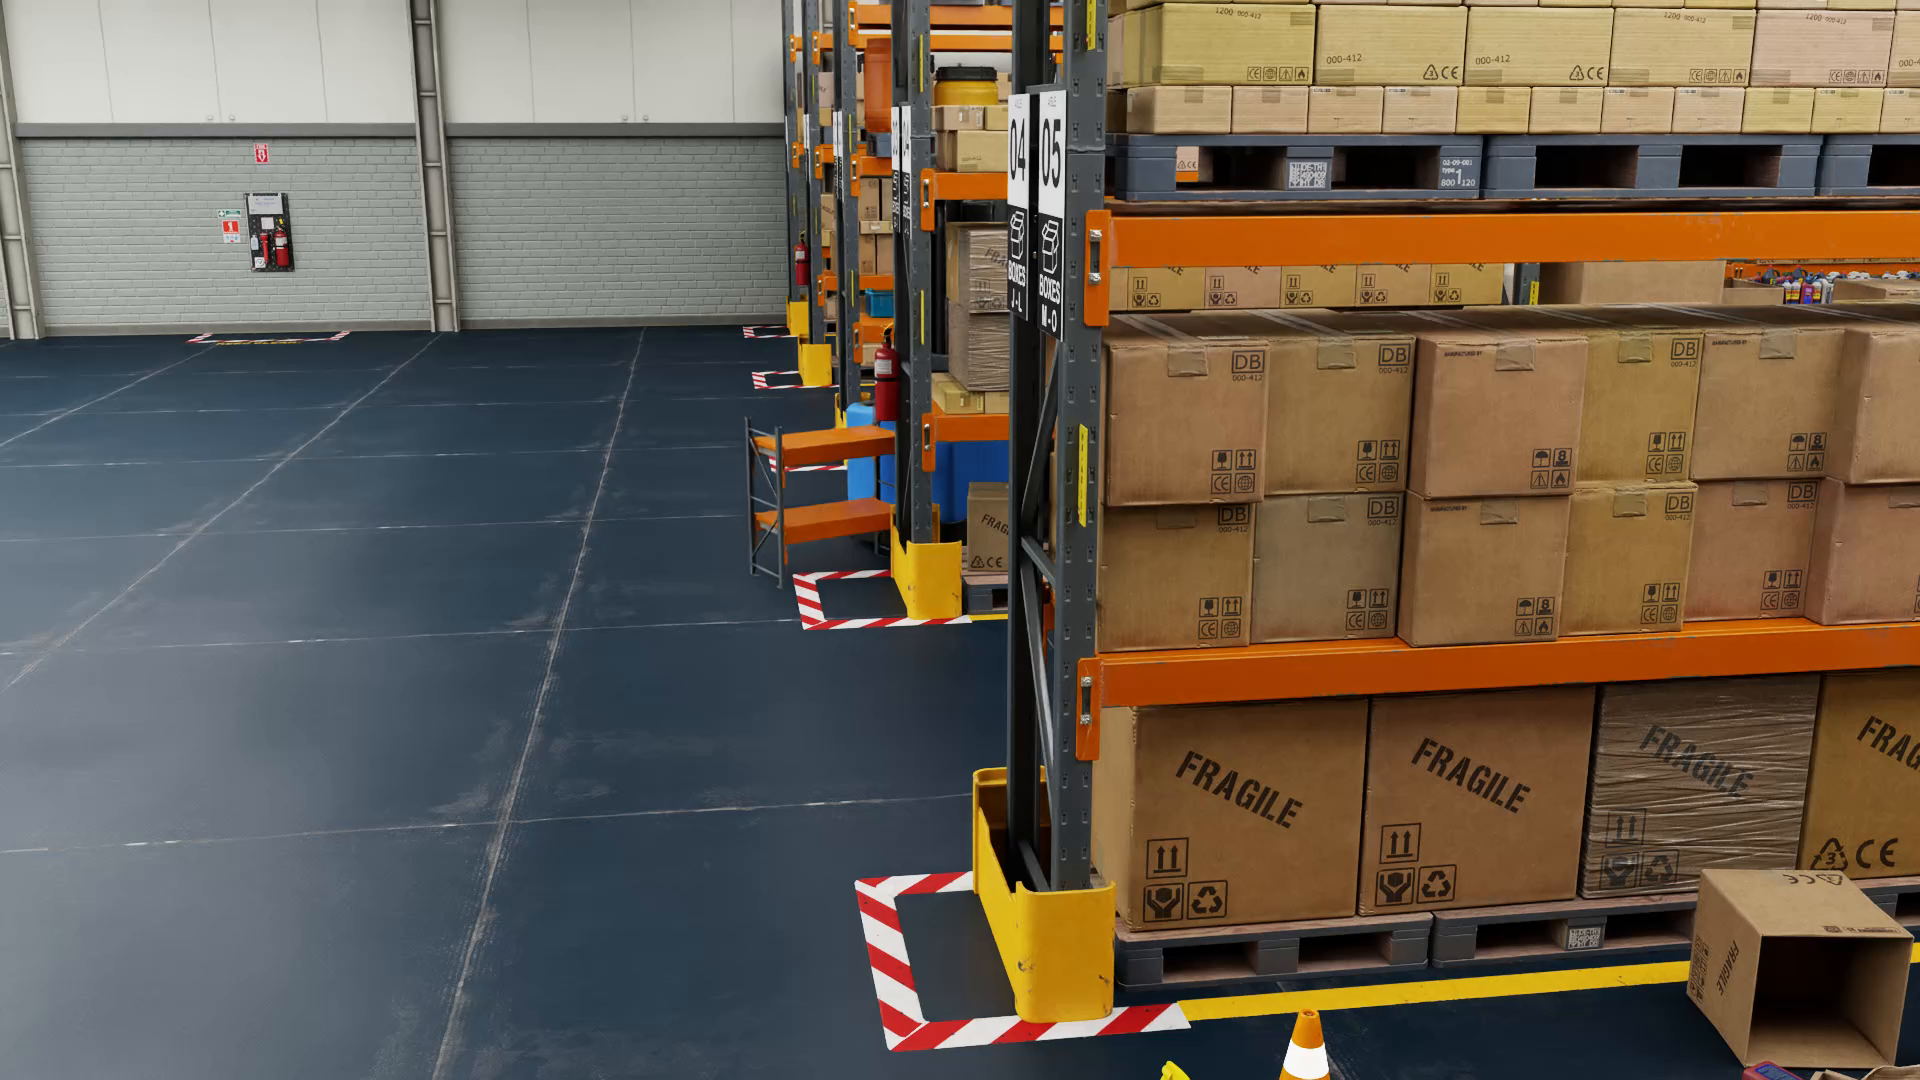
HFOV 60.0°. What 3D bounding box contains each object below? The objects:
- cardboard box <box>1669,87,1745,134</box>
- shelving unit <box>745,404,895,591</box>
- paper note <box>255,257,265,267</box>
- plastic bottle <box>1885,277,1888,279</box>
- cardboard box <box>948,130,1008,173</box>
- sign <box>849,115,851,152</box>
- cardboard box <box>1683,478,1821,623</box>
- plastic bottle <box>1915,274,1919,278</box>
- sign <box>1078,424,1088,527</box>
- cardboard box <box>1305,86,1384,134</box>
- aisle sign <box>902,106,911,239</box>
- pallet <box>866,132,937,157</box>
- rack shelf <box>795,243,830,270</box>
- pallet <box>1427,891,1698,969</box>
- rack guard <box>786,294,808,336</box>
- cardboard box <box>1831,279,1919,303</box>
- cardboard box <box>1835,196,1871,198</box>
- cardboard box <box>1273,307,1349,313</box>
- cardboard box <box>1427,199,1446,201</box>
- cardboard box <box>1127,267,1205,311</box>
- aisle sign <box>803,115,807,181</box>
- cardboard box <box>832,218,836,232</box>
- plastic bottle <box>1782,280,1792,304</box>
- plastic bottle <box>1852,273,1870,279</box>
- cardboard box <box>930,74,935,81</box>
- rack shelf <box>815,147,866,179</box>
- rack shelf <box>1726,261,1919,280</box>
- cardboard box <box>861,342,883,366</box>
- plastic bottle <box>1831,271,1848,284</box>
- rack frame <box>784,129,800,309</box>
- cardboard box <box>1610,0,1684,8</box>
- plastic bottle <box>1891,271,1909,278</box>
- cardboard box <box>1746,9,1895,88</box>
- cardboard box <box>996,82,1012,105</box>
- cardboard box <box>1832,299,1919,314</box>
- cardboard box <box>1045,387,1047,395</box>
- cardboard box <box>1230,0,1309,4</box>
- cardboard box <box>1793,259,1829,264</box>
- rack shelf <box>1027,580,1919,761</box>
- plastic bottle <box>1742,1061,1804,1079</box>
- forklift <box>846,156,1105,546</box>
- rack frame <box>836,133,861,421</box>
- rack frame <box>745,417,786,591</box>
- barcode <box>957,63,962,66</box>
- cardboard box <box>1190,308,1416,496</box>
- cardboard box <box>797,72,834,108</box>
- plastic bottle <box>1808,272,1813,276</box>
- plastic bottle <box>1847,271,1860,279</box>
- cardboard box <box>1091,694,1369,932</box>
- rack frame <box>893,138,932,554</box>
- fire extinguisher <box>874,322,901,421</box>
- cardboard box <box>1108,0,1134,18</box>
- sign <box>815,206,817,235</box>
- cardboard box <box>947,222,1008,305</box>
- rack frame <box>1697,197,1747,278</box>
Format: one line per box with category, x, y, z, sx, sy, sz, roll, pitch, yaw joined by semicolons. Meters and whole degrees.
cardboard box;2.460;-1.471;5.704;0.250;0.149;0.380;-2;14;-8
shelving unit;-0.908;-0.320;11.686;1.048;1.125;0.538;-9;17;-32
paper note;-10.531;-4.176;25.020;0.142;0.148;0.016;-2;14;-8
plastic bottle;9.443;-2.548;16.981;0.097;0.271;0.097;0;14;0
cardboard box;0.202;-2.421;10.351;0.500;0.250;0.500;-2;14;-7
sign;-0.973;-3.602;14.732;0.005;0.325;0.100;-2;14;-8
cardboard box;2.826;-0.072;6.533;0.550;0.550;0.875;-2;14;-8
plastic bottle;9.772;-2.567;16.893;0.185;0.351;0.144;-2;14;-8
sign;0.403;-0.211;5.456;0.005;0.325;0.100;-2;14;-8
cardboard box;1.212;-1.426;5.522;0.250;0.149;0.380;-2;14;-8
aisle sign;-0.330;-2.270;10.263;0.004;0.787;0.394;-2;14;-8
pallet;-0.218;-3.645;15.310;1.213;0.211;1.003;-2;14;-8
rack shelf;-0.549;-4.381;25.505;4.000;0.370;1.077;-2;14;-8
pallet;2.309;1.375;6.807;1.213;0.211;1.003;-2;14;-8
rack guard;-2.452;-3.448;25.444;0.348;0.500;1.175;-2;14;-8
cardboard box;6.532;-1.552;11.676;0.500;0.500;0.700;0;14;0
cardboard box;11.607;-4.422;21.925;0.500;0.500;0.500;-3;14;-10
cardboard box;2.209;-1.368;11.193;0.500;0.500;0.875;-2;14;-8
cardboard box;7.426;-5.162;26.279;0.500;0.500;0.500;-2;14;-7
cardboard box;1.261;-1.751;10.663;0.500;0.500;0.500;-2;14;-8
aisle sign;-1.894;-4.796;20.334;0.004;0.787;0.394;-2;14;-8
cardboard box;-1.436;-3.889;20.525;0.250;0.149;0.380;-2;14;-9
plastic bottle;8.272;-2.468;16.661;0.097;0.271;0.097;0;14;0
plastic bottle;9.408;-2.654;17.394;0.135;0.276;0.152;-2;14;-8
cardboard box;-0.612;-6.786;25.146;0.500;0.500;0.500;-2;14;-8
rack shelf;0.192;-4.645;20.390;4.000;0.370;1.077;-2;14;-8
rack shelf;12.058;-3.625;22.489;4.000;0.370;1.077;-2;14;-8
cardboard box;-1.222;-2.302;20.525;0.500;0.250;0.500;-2;14;-8
plastic bottle;8.866;-2.534;16.761;0.185;0.351;0.144;-2;14;-8
rack frame;-2.527;-4.658;25.129;0.127;3.000;1.000;-2;14;-8
cardboard box;2.213;-1.850;5.572;0.250;0.149;0.380;-2;14;-7
plastic bottle;9.939;-2.711;17.621;0.135;0.276;0.152;-2;14;-8
cardboard box;2.838;-1.695;5.775;0.500;0.250;0.500;-2;14;-9
cardboard box;0.523;-5.359;20.393;0.637;0.503;0.797;-1;14;-2
cardboard box;3.911;-0.623;6.512;0.550;0.550;0.875;-2;14;-8
cardboard box;0.504;-0.925;10.758;0.250;0.149;0.380;-2;14;-8
cardboard box;0.951;-1.803;5.388;0.250;0.149;0.380;-2;14;-8
cardboard box;11.131;-3.922;21.989;0.500;0.500;0.500;-2;14;-7
rack shelf;2.303;0.390;6.481;4.000;0.370;1.077;-2;14;-8
plastic bottle;2.713;1.801;5.414;0.133;0.061;0.283;-8;16;-28
forklift;0.457;-1.592;13.046;1.130;2.935;3.031;11;18;38
rack frame;-1.051;-2.275;15.626;0.127;3.000;1.000;-2;14;-8
rack frame;-1.335;-0.253;11.419;0.032;1.125;0.500;-9;17;-32
barcode;-0.010;-7.232;25.322;0.075;0.075;0.001;-2;14;-8
cardboard box;1.229;-0.530;6.139;0.550;0.550;0.875;-2;14;-8
cardboard box;-2.110;-6.612;24.450;0.500;0.500;0.500;-3;14;-12
plastic bottle;8.941;-2.679;17.503;0.097;0.271;0.097;0;14;0
plastic bottle;9.385;-2.691;17.540;0.135;0.276;0.152;-2;14;-8
cardboard box;0.987;0.900;6.473;0.875;0.875;0.875;-2;14;-8
rack frame;-0.313;-1.084;10.876;0.127;3.000;1.000;-2;14;-8
fire extinguisher;-0.495;-1.153;11.311;0.183;0.674;0.296;-2;14;-8
cardboard box;0.608;-1.953;5.984;0.250;0.149;0.380;-2;14;-8
sign;-1.709;-3.791;19.730;0.005;0.325;0.100;-2;14;-8
cardboard box;0.194;-1.841;11.022;0.500;0.500;0.500;-2;14;-8
rack frame;10.081;-3.901;22.112;0.127;3.000;1.000;-2;14;-8
